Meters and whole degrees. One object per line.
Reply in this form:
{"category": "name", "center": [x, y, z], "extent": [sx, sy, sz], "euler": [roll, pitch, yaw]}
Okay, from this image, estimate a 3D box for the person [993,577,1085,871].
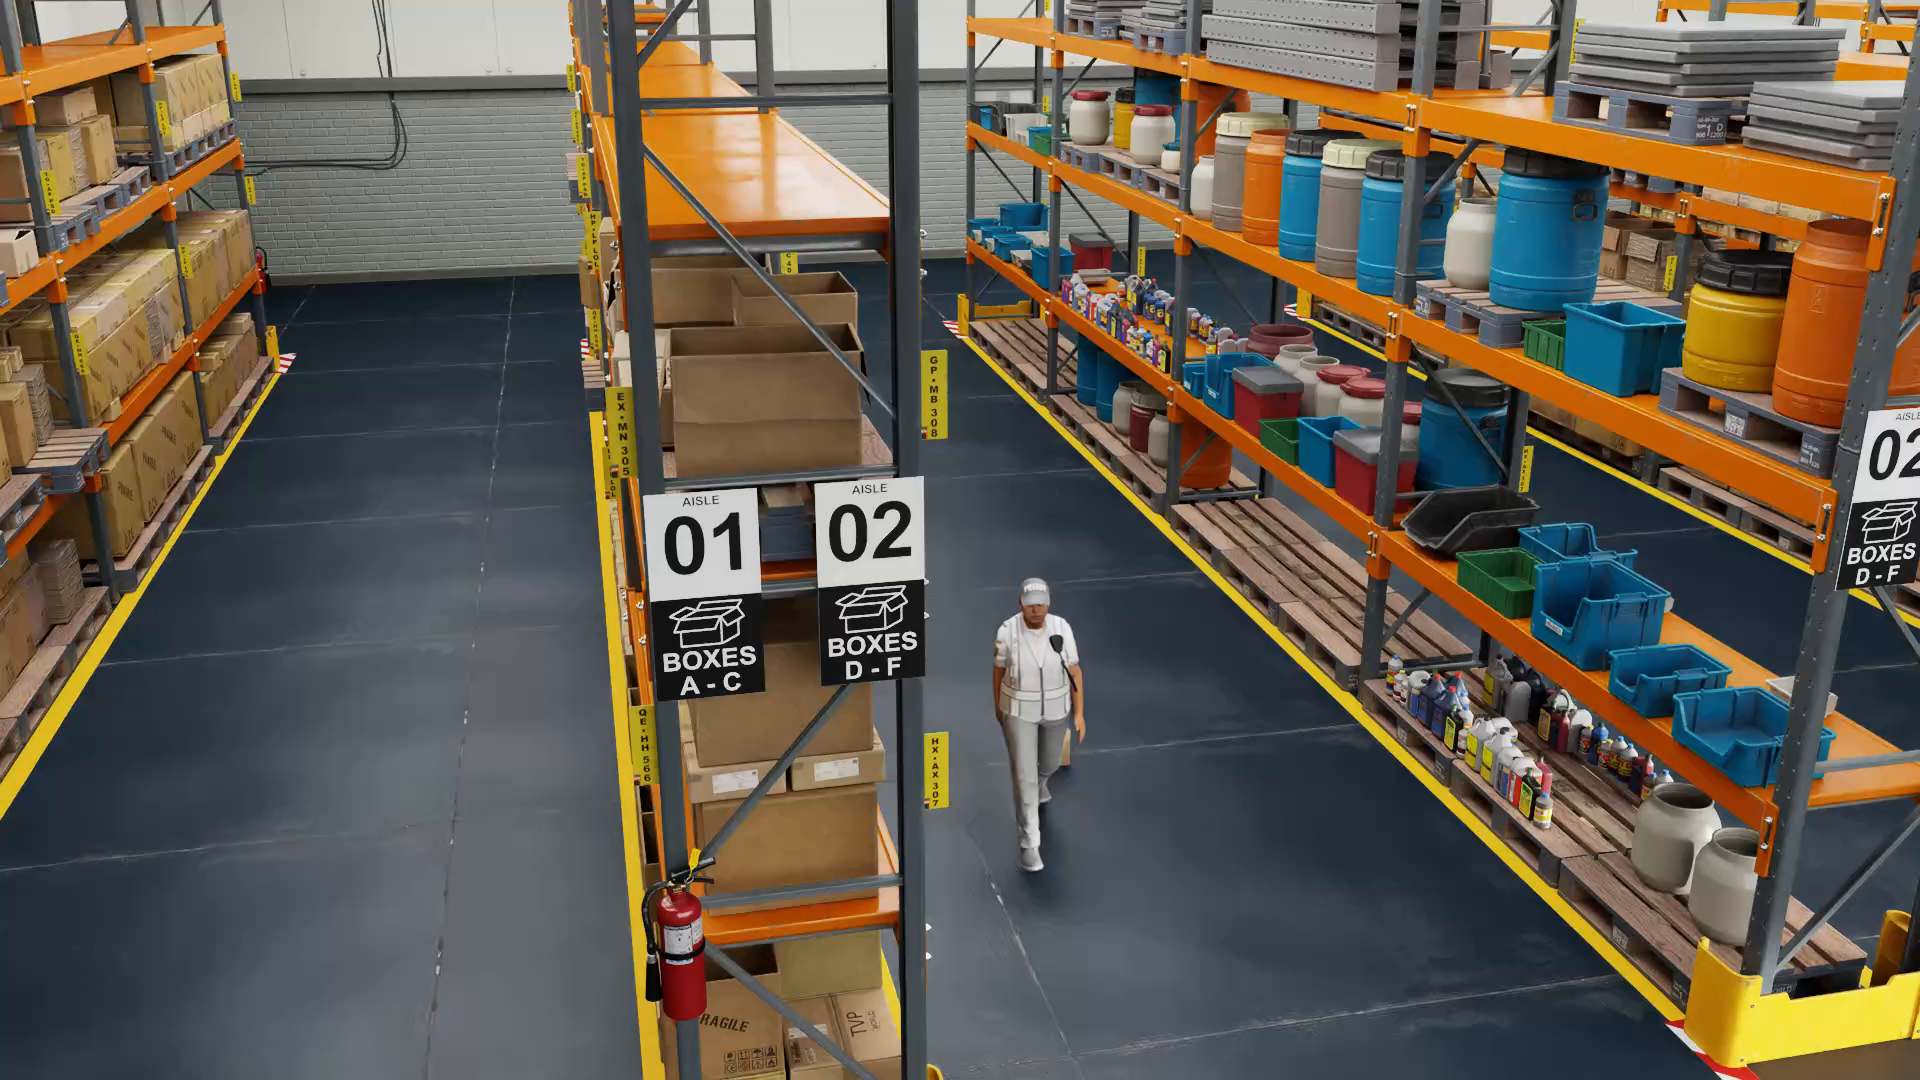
{"category": "person", "center": [0.452, 0.980, 9.604], "extent": [0.485, 1.614, 1.013], "euler": [-4, 20, -11]}
